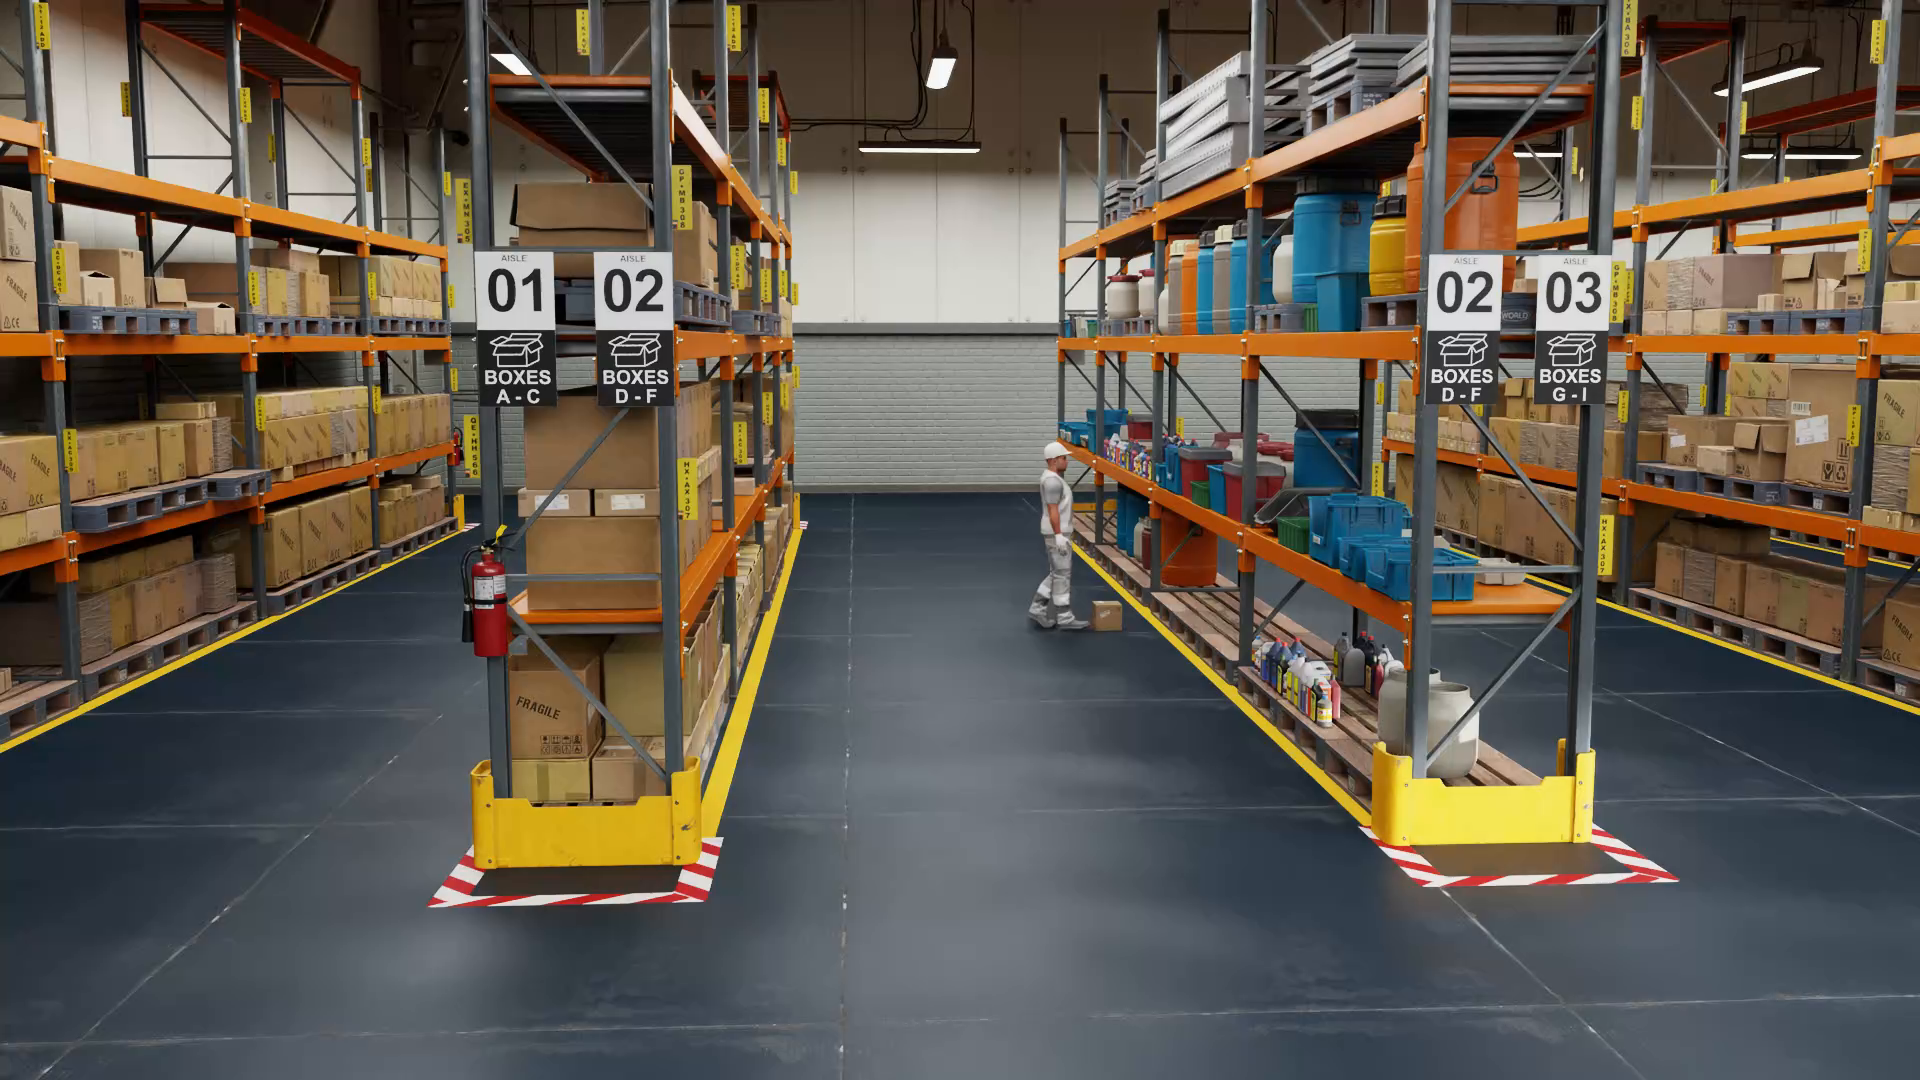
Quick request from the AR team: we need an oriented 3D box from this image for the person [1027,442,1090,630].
[{"bbox_3d":[0.943,-0.034,15.866,0.609,1.795,0.567,0,7,2],"label":"person"}]
